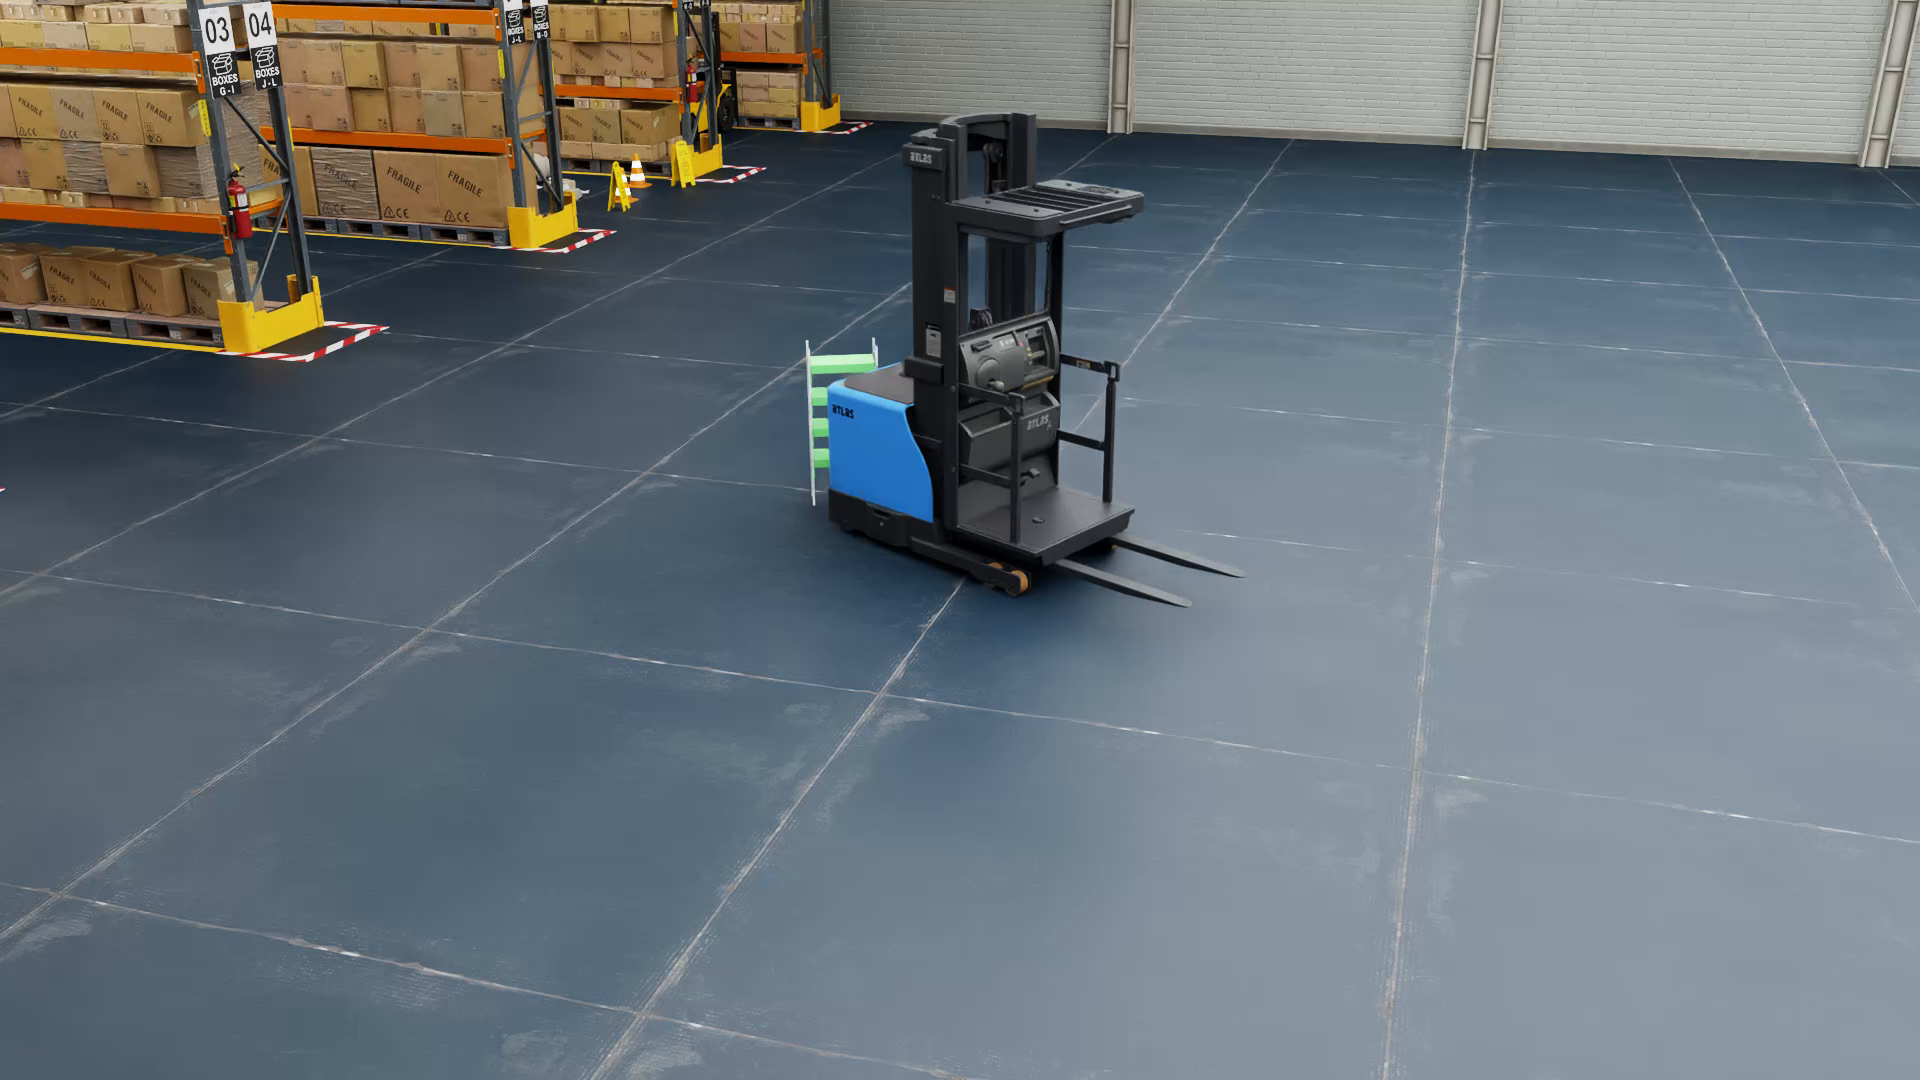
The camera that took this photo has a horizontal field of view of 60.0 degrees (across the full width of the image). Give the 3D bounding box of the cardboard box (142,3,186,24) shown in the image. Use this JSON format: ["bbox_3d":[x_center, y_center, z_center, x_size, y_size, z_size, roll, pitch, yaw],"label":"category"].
[{"bbox_3d":[-7.384,-4.912,15.513,0.250,0.149,0.380,6,23,14],"label":"cardboard box"}]

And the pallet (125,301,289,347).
[{"bbox_3d":[-7.653,-2.241,16.956,1.213,0.211,1.003,7,23,16],"label":"pallet"}]

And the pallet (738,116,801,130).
[{"bbox_3d":[-3.264,-7.604,30.030,1.213,0.211,1.003,7,23,16],"label":"pallet"}]

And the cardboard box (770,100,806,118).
[{"bbox_3d":[-3.061,-7.685,29.622,0.500,0.250,0.500,7,23,16],"label":"cardboard box"}]

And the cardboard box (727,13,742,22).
[{"bbox_3d":[-3.920,-9.220,29.308,0.250,0.149,0.380,6,23,14],"label":"cardboard box"}]

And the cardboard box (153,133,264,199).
[{"bbox_3d":[-7.332,-3.676,16.254,0.500,0.500,0.875,7,23,16],"label":"cardboard box"}]

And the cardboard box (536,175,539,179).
[{"bbox_3d":[-6.363,-5.140,23.637,0.637,0.503,0.797,-9,24,-21],"label":"cardboard box"}]

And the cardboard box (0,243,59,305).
[{"bbox_3d":[-9.720,-2.779,17.333,0.500,0.500,0.500,15,27,32],"label":"cardboard box"}]

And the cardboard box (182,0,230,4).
[{"bbox_3d":[-7.230,-5.102,15.975,0.250,0.149,0.380,7,23,17],"label":"cardboard box"}]

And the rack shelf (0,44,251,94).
[{"bbox_3d":[-8.728,-4.696,16.260,4.000,0.370,1.077,7,23,16],"label":"rack shelf"}]

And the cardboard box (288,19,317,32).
[{"bbox_3d":[-10.234,-8.033,26.325,0.500,0.500,0.500,7,23,16],"label":"cardboard box"}]

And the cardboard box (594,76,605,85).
[{"bbox_3d":[-5.344,-6.989,25.186,0.250,0.149,0.380,7,23,16],"label":"cardboard box"}]

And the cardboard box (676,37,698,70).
[{"bbox_3d":[-4.324,-7.359,25.233,0.500,0.500,0.500,6,23,15],"label":"cardboard box"}]

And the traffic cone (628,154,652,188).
[{"bbox_3d":[-4.735,-5.427,24.390,0.334,0.463,0.336,7,23,16],"label":"traffic cone"}]

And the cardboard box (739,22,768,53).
[{"bbox_3d":[-3.561,-8.891,29.361,0.500,0.500,0.500,7,23,17],"label":"cardboard box"}]

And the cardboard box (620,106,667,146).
[{"bbox_3d":[-4.793,-6.284,25.219,0.500,0.500,0.500,7,23,16],"label":"cardboard box"}]

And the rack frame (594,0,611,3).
[{"bbox_3d":[-6.350,-9.264,30.403,0.127,3.000,1.000,7,23,16],"label":"rack frame"}]

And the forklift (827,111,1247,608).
[{"bbox_3d":[0.488,-1.215,10.871,3.031,2.935,1.130,19,29,38],"label":"forklift"}]

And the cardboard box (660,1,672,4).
[{"bbox_3d":[-5.134,-9.501,29.601,0.250,0.149,0.380,6,23,15],"label":"cardboard box"}]

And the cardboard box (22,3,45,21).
[{"bbox_3d":[-8.661,-5.033,15.808,0.250,0.149,0.380,5,23,13],"label":"cardboard box"}]

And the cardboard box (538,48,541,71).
[{"bbox_3d":[-6.475,-7.388,25.306,0.500,0.500,0.500,6,23,15],"label":"cardboard box"}]

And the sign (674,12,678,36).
[{"bbox_3d":[-4.130,-7.504,24.170,0.005,0.325,0.100,7,23,16],"label":"sign"}]

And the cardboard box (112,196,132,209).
[{"bbox_3d":[-8.101,-3.373,16.372,0.250,0.149,0.380,7,23,16],"label":"cardboard box"}]

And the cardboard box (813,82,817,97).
[{"bbox_3d":[-2.910,-8.106,29.991,0.500,0.250,0.500,7,23,16],"label":"cardboard box"}]

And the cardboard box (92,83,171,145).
[{"bbox_3d":[-7.891,-4.091,15.950,0.500,0.500,0.500,7,23,16],"label":"cardboard box"}]

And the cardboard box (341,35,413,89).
[{"bbox_3d":[-7.223,-5.984,20.786,0.500,0.550,0.875,7,23,16],"label":"cardboard box"}]

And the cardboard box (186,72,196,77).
[{"bbox_3d":[-9.590,-6.212,21.512,0.500,0.500,0.700,6,23,15],"label":"cardboard box"}]

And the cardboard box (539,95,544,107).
[{"bbox_3d":[-6.439,-6.747,25.493,0.250,0.149,0.380,8,24,19],"label":"cardboard box"}]

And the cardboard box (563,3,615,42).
[{"bbox_3d":[-5.503,-7.722,24.801,0.500,0.500,0.700,6,23,15],"label":"cardboard box"}]

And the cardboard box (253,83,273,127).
[{"bbox_3d":[-8.756,-5.684,21.477,0.550,0.550,0.875,7,23,16],"label":"cardboard box"}]

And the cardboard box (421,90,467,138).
[{"bbox_3d":[-6.185,-5.358,20.683,0.550,0.550,0.875,7,23,16],"label":"cardboard box"}]

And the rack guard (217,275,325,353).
[{"bbox_3d":[-6.886,-2.273,16.653,0.348,0.500,1.175,7,23,16],"label":"rack guard"}]

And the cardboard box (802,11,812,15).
[{"bbox_3d":[-2.770,-9.304,29.512,0.250,0.149,0.380,6,23,14],"label":"cardboard box"}]

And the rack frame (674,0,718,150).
[{"bbox_3d":[-3.950,-7.022,24.936,0.127,3.000,1.000,7,23,16],"label":"rack frame"}]

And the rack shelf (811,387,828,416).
[{"bbox_3d":[-0.862,-1.034,12.247,0.480,0.148,0.258,-3,22,-7],"label":"rack shelf"}]

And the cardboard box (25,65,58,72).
[{"bbox_3d":[-12.031,-6.490,22.191,0.500,0.500,0.700,6,23,15],"label":"cardboard box"}]

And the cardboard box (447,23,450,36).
[{"bbox_3d":[-8.146,-7.994,26.229,0.500,0.500,0.500,7,23,17],"label":"cardboard box"}]

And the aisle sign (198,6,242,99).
[{"bbox_3d":[-6.840,-4.508,15.383,0.004,0.787,0.394,7,23,16],"label":"aisle sign"}]

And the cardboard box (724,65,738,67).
[{"bbox_3d":[-4.369,-8.503,30.299,0.500,0.250,0.500,6,23,14],"label":"cardboard box"}]

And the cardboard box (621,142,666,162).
[{"bbox_3d":[-4.825,-5.938,25.362,0.500,0.250,0.500,6,23,15],"label":"cardboard box"}]

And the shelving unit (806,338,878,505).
[{"bbox_3d":[-0.862,-0.871,12.314,0.503,1.200,0.258,-3,22,-7],"label":"shelving unit"}]

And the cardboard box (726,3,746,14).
[{"bbox_3d":[-3.926,-9.350,29.232,0.250,0.149,0.380,7,23,17],"label":"cardboard box"}]

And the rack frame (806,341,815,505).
[{"bbox_3d":[-1.103,-0.859,12.282,0.015,1.200,0.240,-3,22,-7],"label":"rack frame"}]

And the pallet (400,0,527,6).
[{"bbox_3d":[-5.997,-6.637,20.161,1.213,0.211,1.003,7,23,16],"label":"pallet"}]

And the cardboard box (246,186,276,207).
[{"bbox_3d":[-7.017,-3.423,16.493,0.250,0.149,0.380,7,23,16],"label":"cardboard box"}]

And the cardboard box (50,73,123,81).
[{"bbox_3d":[-8.697,-4.391,16.682,0.500,0.500,0.500,7,23,16],"label":"cardboard box"}]

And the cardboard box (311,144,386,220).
[{"bbox_3d":[-7.667,-4.670,21.450,0.875,0.875,0.875,7,23,16],"label":"cardboard box"}]

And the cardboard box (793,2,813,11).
[{"bbox_3d":[-2.780,-9.424,29.414,0.250,0.149,0.380,6,23,14],"label":"cardboard box"}]

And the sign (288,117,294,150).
[{"bbox_3d":[-6.656,-4.019,16.475,0.005,0.325,0.100,7,23,16],"label":"sign"}]

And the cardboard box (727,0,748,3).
[{"bbox_3d":[-3.993,-9.606,29.857,0.250,0.149,0.380,6,23,14],"label":"cardboard box"}]

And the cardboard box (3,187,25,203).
[{"bbox_3d":[-9.320,-3.483,16.639,0.250,0.149,0.380,7,23,16],"label":"cardboard box"}]

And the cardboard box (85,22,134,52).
[{"bbox_3d":[-7.827,-4.754,15.652,0.500,0.250,0.500,7,23,16],"label":"cardboard box"}]
